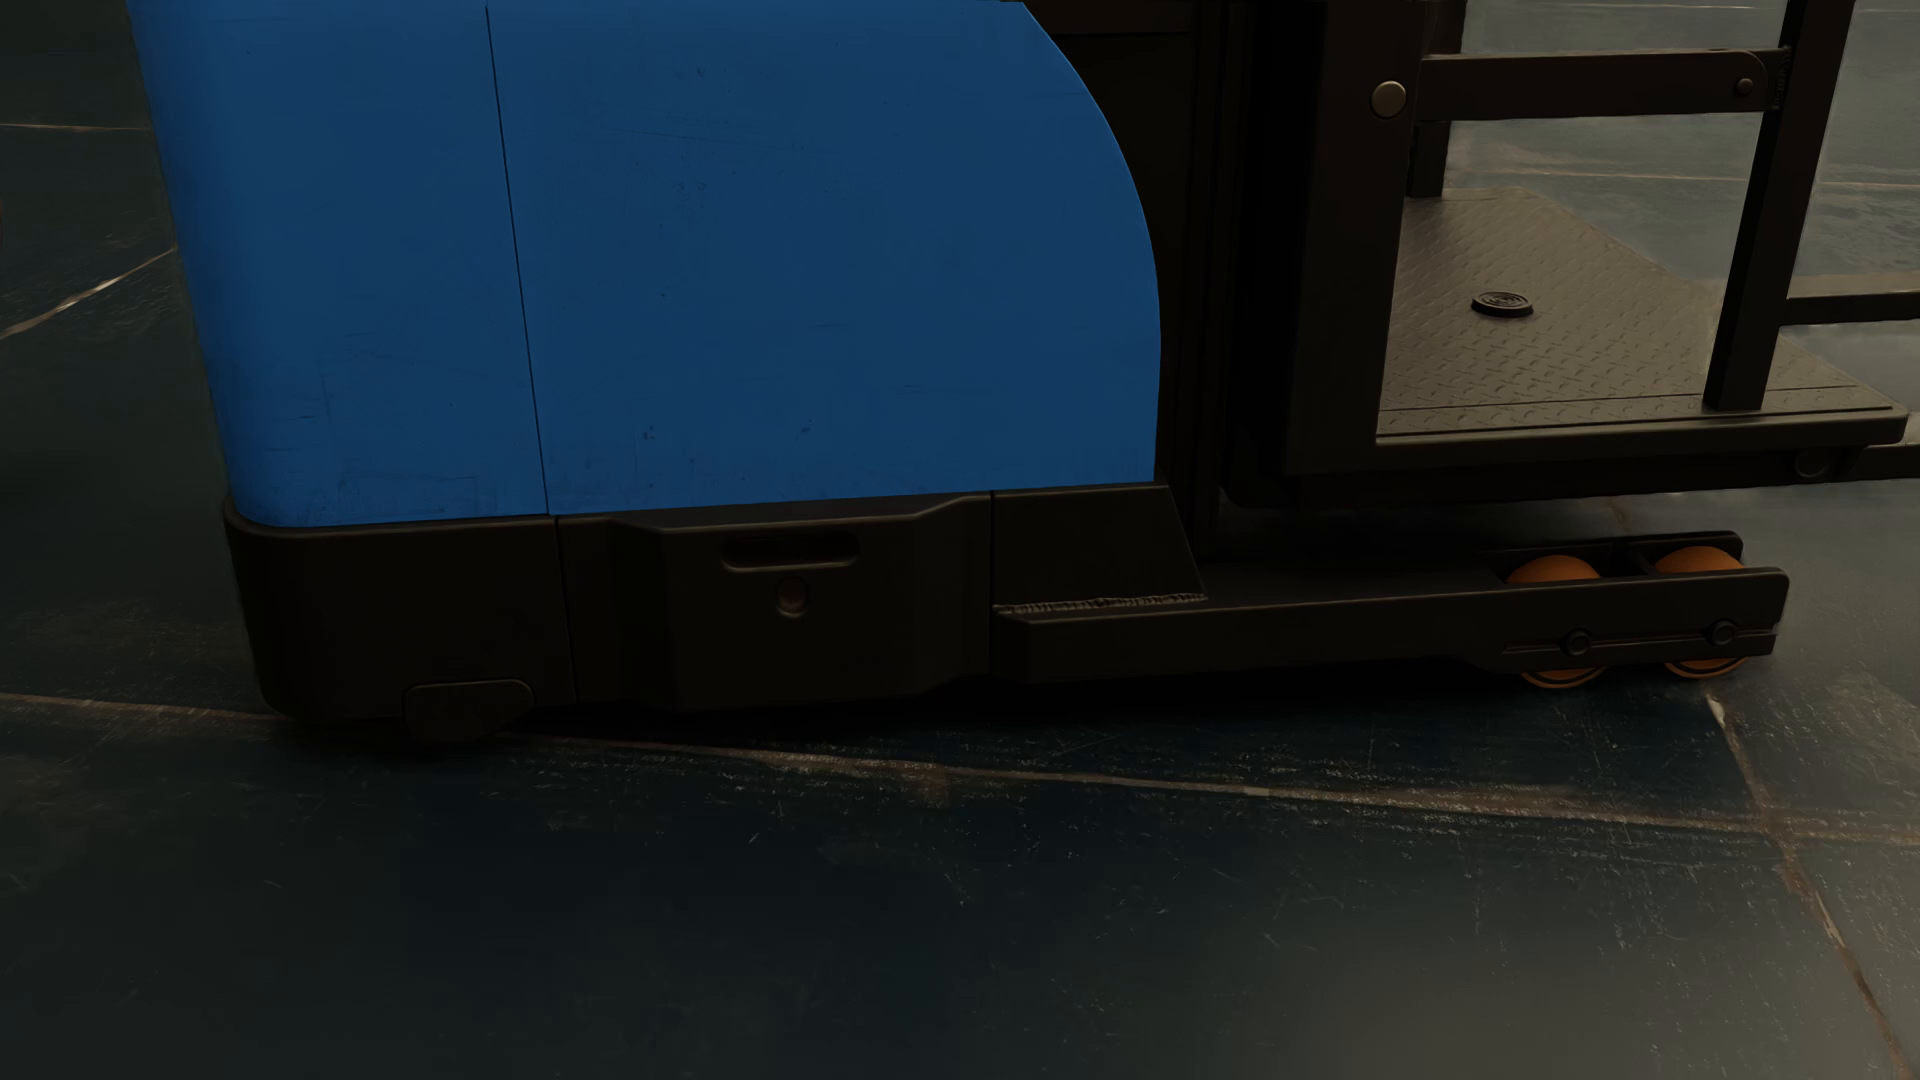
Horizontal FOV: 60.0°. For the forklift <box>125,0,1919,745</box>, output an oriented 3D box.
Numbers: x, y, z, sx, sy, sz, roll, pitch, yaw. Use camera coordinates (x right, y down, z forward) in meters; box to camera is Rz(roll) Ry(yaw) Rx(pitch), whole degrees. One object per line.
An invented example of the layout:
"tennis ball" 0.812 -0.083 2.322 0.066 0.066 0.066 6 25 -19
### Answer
"forklift" 0.607 -1.353 1.930 3.031 2.935 1.130 -3 27 -7
